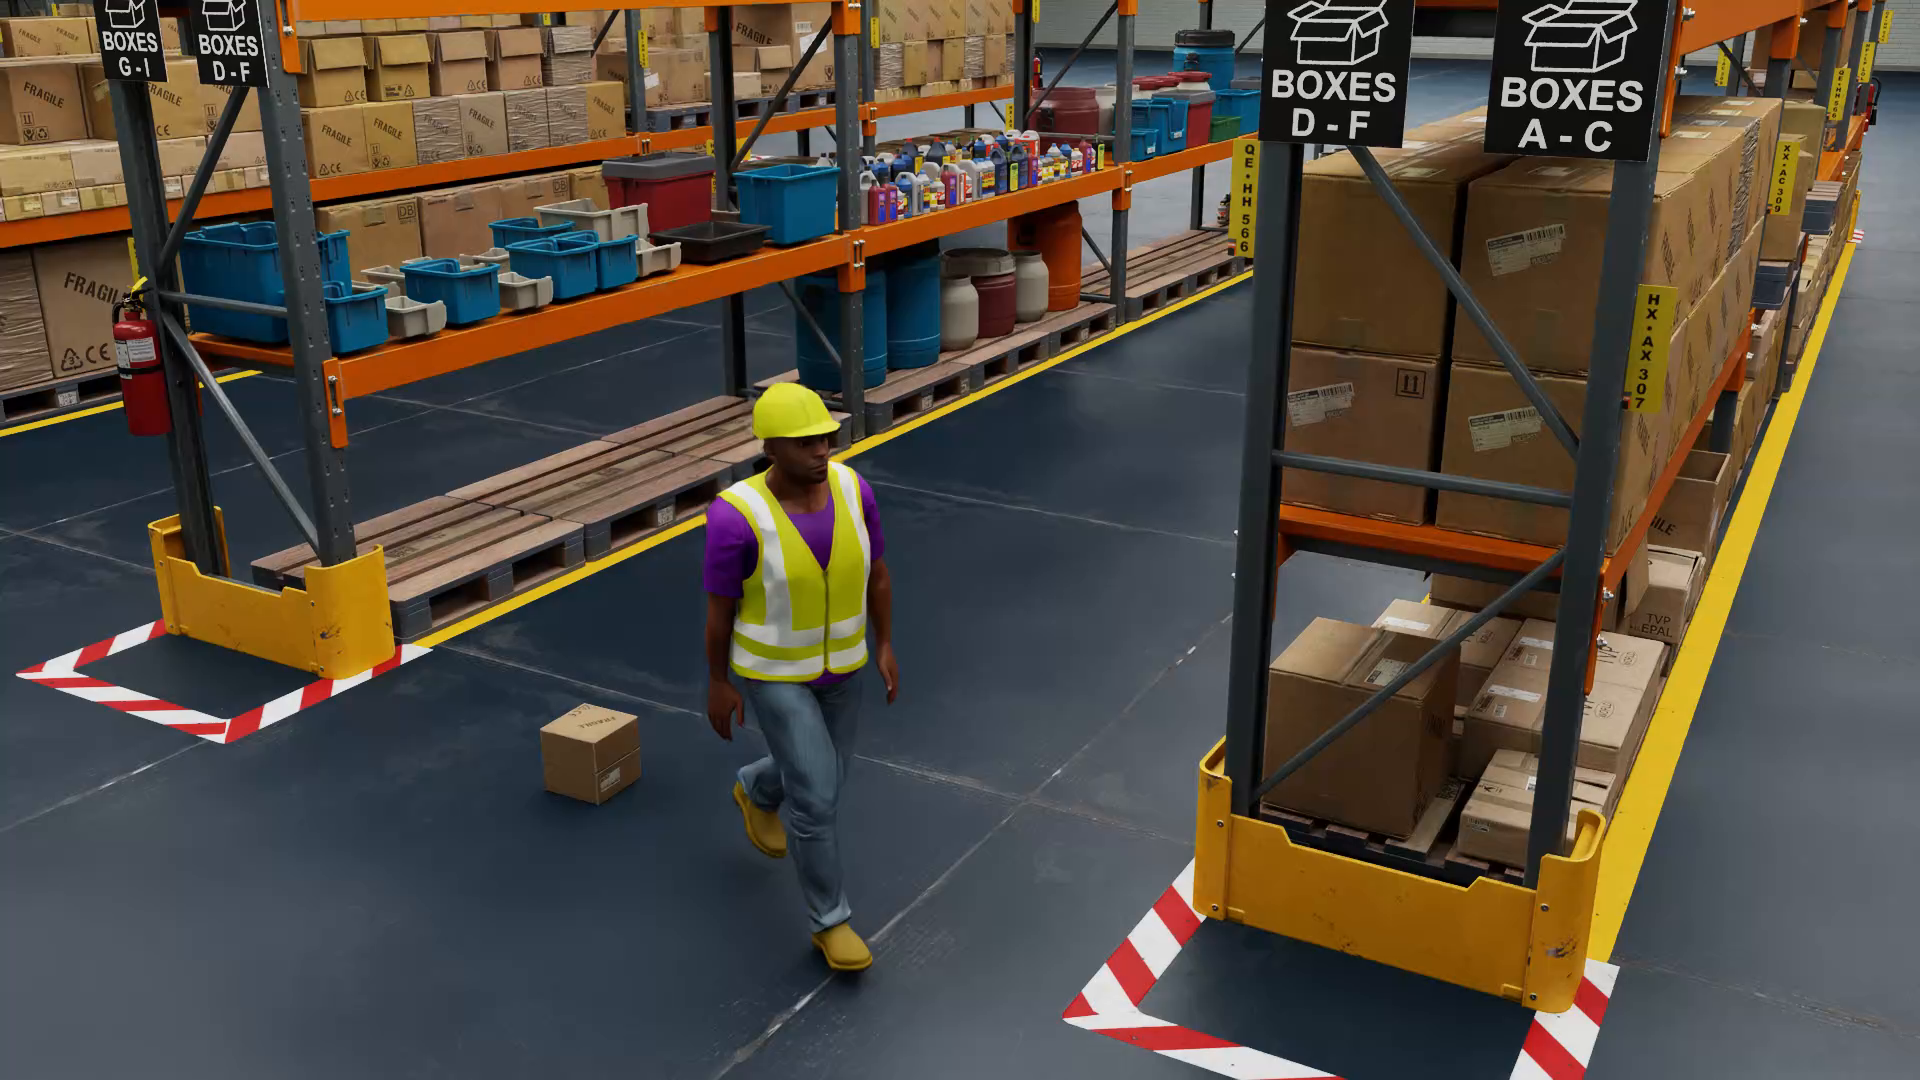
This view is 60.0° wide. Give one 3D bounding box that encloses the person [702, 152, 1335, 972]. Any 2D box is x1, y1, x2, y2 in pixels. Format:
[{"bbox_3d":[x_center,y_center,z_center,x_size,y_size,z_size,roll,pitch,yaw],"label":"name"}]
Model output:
[{"bbox_3d":[1.975,-2.119,12.081,13.610,1.738,9.795,-14,24,-35],"label":"person"}]
